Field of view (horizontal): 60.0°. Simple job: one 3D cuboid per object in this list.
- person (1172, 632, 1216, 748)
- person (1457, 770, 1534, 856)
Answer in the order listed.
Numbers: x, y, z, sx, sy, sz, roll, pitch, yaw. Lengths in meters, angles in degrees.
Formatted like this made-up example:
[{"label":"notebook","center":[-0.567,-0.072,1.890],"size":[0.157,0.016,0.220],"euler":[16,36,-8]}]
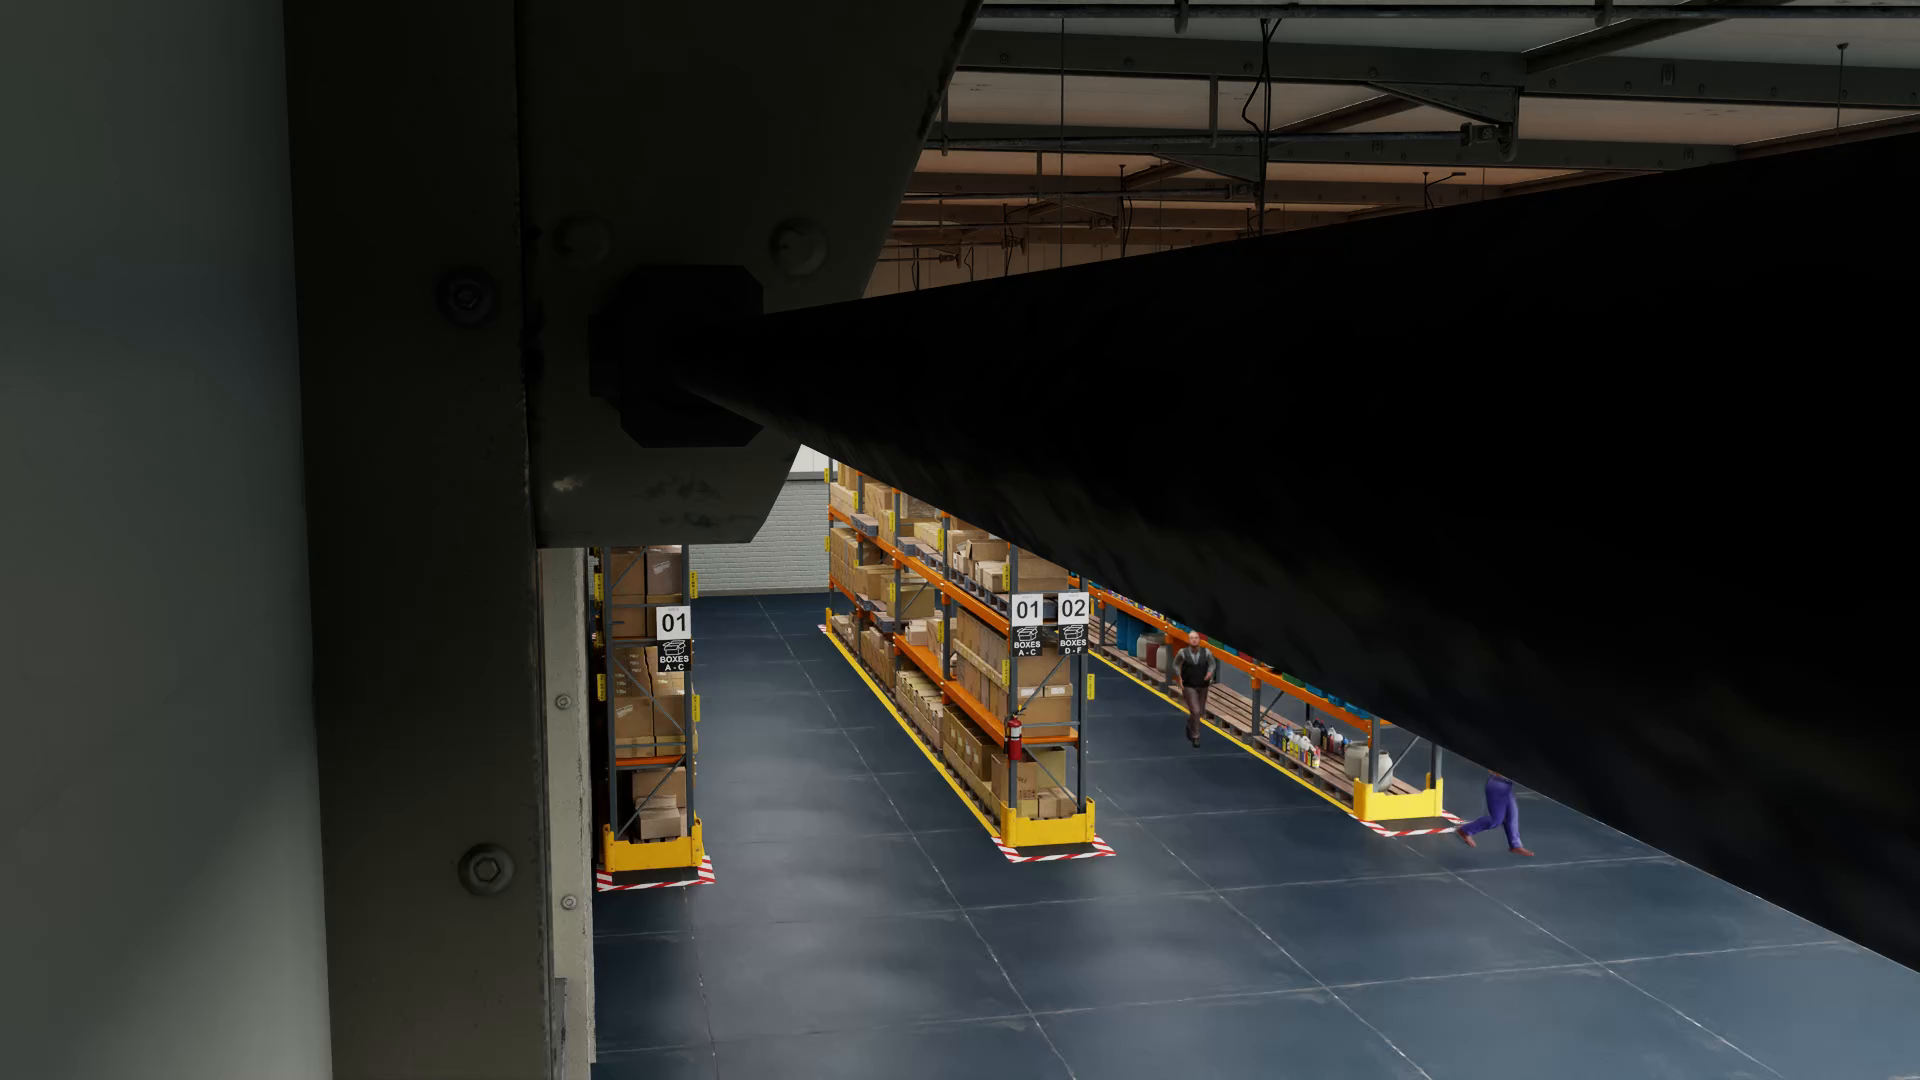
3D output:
[{"label":"person","center":[3.557,2.242,25.168],"size":[0.656,1.728,0.752],"euler":[-1,7,-5]},{"label":"person","center":[6.634,3.083,20.531],"size":[0.918,1.645,0.622],"euler":[2,7,18]}]
